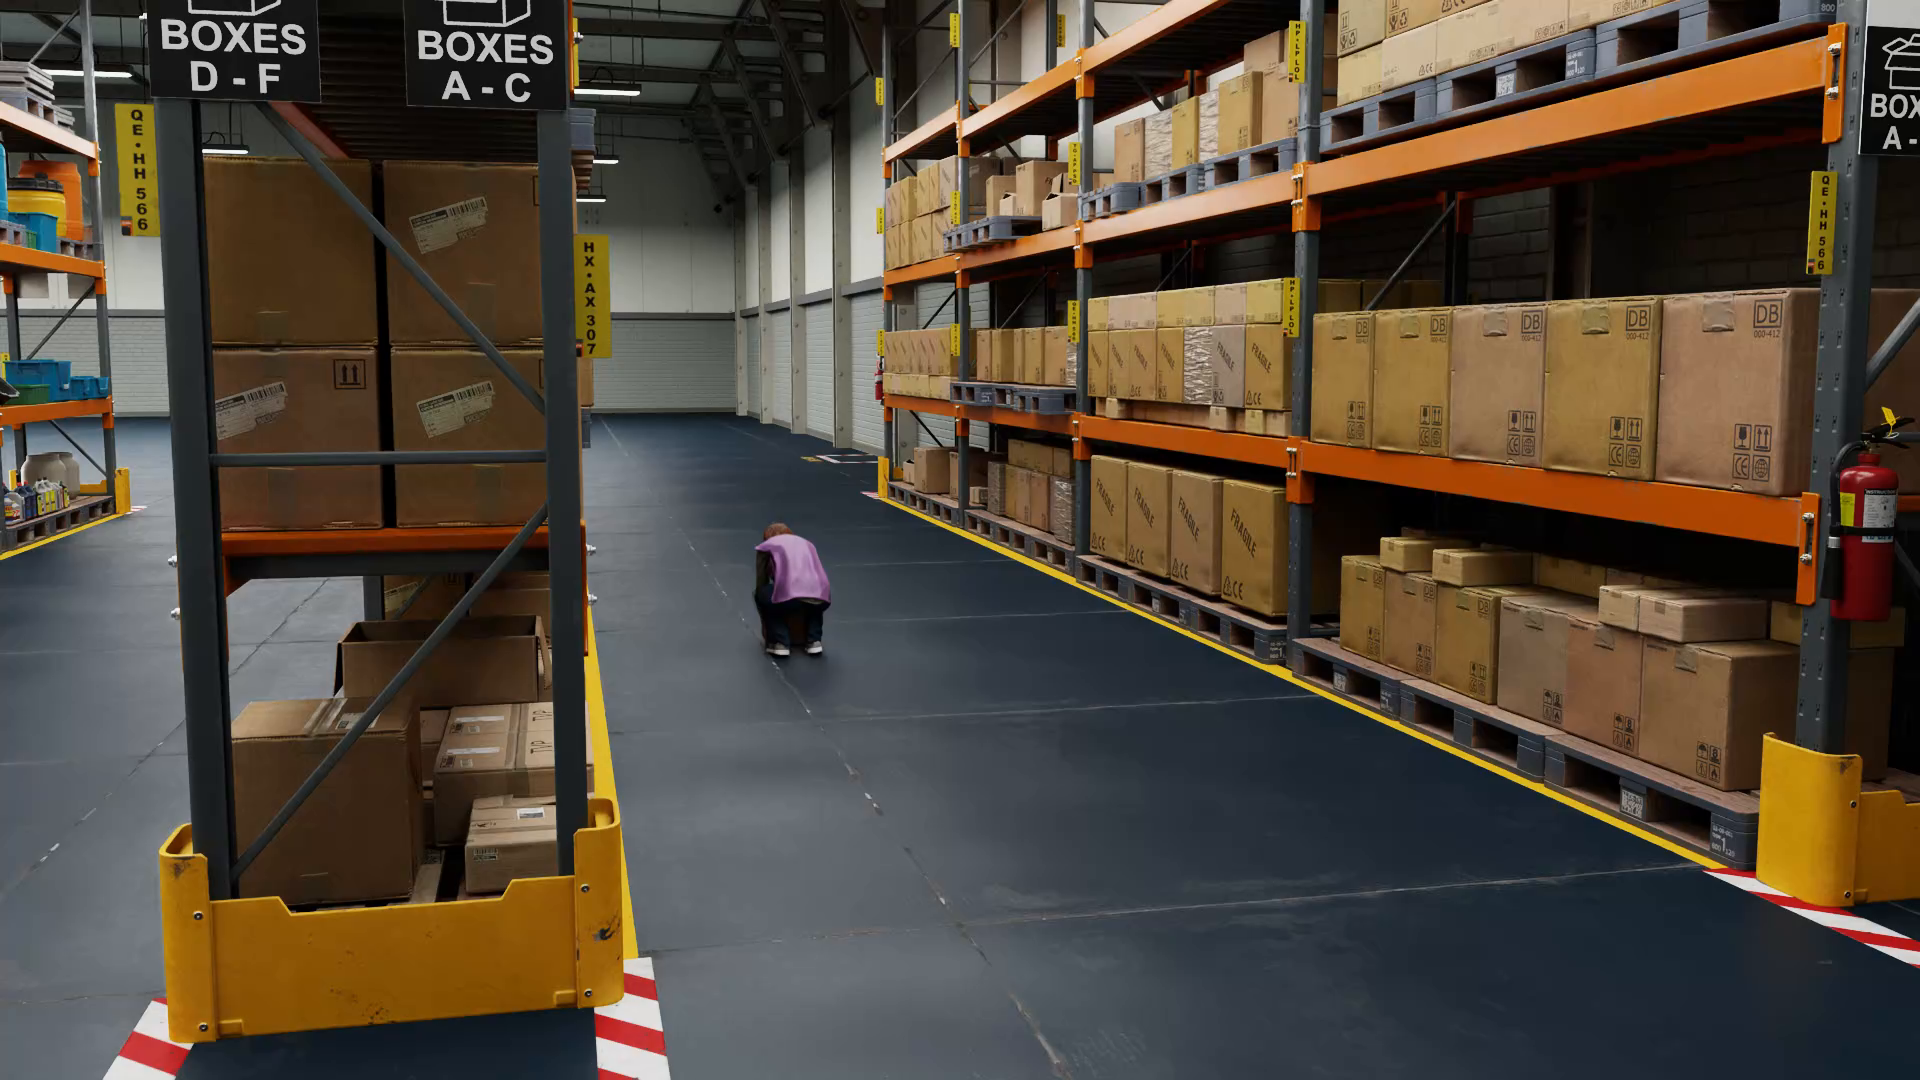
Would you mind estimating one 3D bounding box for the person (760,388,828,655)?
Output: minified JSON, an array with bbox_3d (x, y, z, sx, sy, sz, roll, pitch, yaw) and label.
[{"bbox_3d":[-0.990,-0.114,9.924,0.404,1.592,0.495,-1,6,-13],"label":"person"}]
